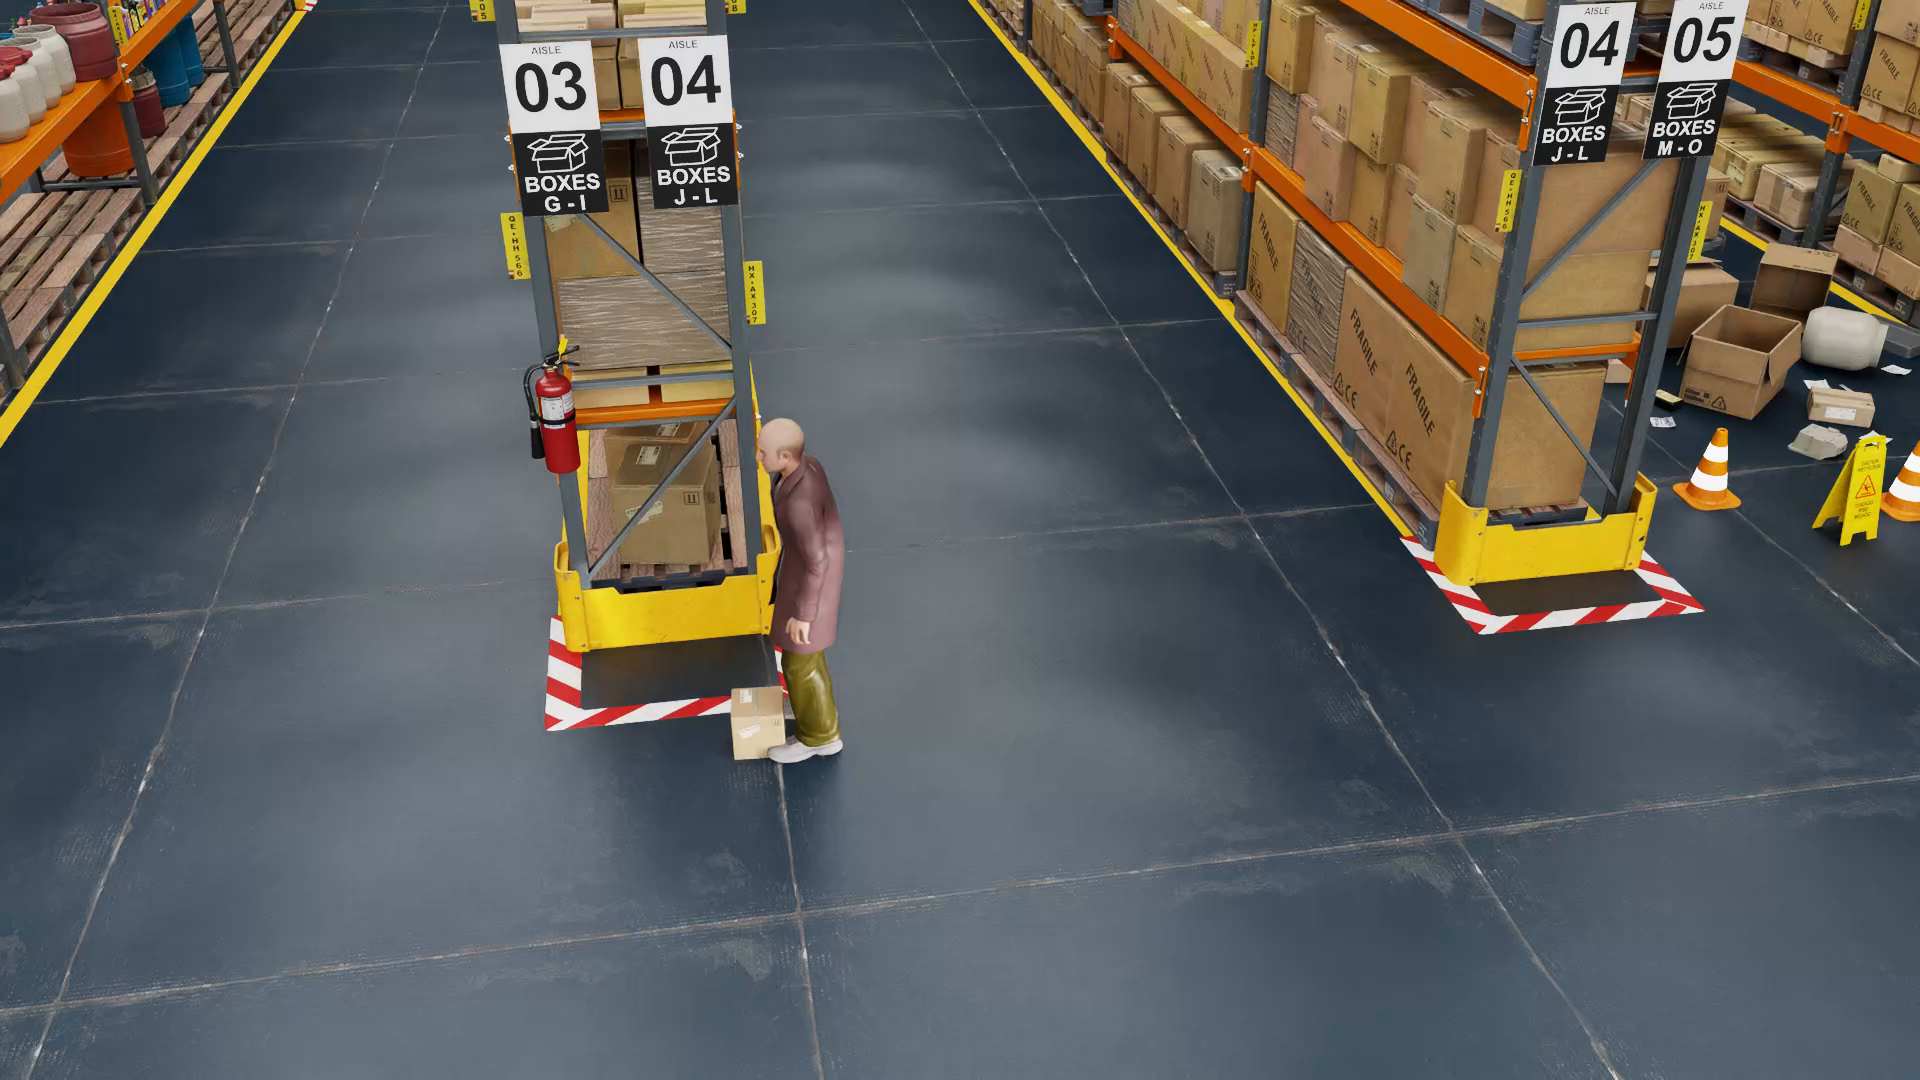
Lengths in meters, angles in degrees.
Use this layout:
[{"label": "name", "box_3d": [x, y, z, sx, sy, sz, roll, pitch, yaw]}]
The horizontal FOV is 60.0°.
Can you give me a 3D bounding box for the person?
[{"label": "person", "box_3d": [-0.749, 0.220, 7.780, 0.416, 1.774, 0.654, -3, 30, -6]}]
